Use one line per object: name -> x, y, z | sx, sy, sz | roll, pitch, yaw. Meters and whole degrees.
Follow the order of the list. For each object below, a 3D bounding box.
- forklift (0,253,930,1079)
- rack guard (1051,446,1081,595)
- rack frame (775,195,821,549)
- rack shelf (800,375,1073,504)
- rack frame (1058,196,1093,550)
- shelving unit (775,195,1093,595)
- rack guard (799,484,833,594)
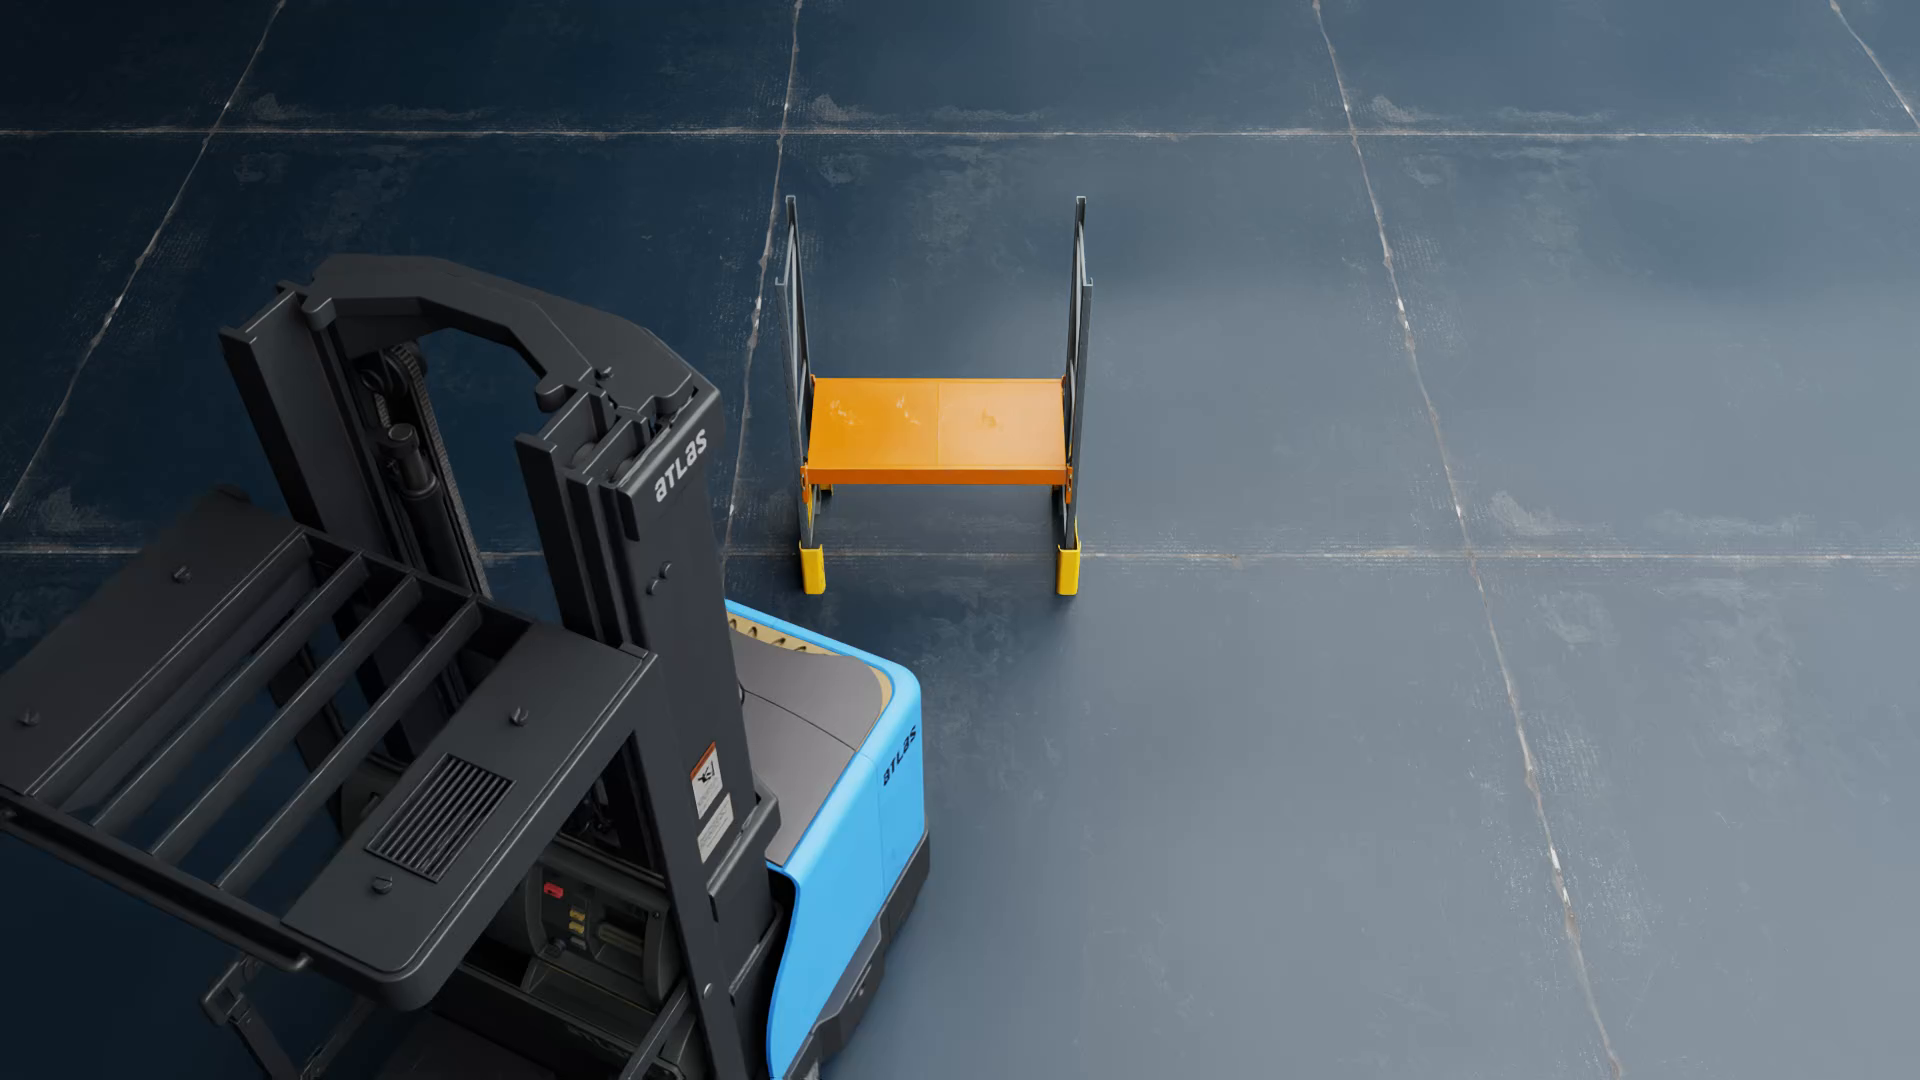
forklift -> -1.192, 0.948, 3.866 | 1.130, 2.935, 3.031 | 19, 50, 17
rack guard -> 0.422, -0.084, 6.657 | 0.087, 0.250, 0.587 | 0, 47, 0
rack frame -> -0.594, -0.513, 6.203 | 0.032, 1.500, 0.500 | 0, 47, 0
rack shelf -> -0.085, -0.389, 6.333 | 1.000, 0.185, 0.538 | 0, 47, 0
rack frame -> 0.423, -0.510, 6.200 | 0.032, 1.500, 0.500 | 0, 47, 0
shelving unit -> -0.076, -0.511, 6.201 | 1.083, 1.500, 0.587 | 0, 47, 0
rack guard -> -0.574, -0.087, 6.660 | 0.087, 0.250, 0.587 | 0, 47, 0
